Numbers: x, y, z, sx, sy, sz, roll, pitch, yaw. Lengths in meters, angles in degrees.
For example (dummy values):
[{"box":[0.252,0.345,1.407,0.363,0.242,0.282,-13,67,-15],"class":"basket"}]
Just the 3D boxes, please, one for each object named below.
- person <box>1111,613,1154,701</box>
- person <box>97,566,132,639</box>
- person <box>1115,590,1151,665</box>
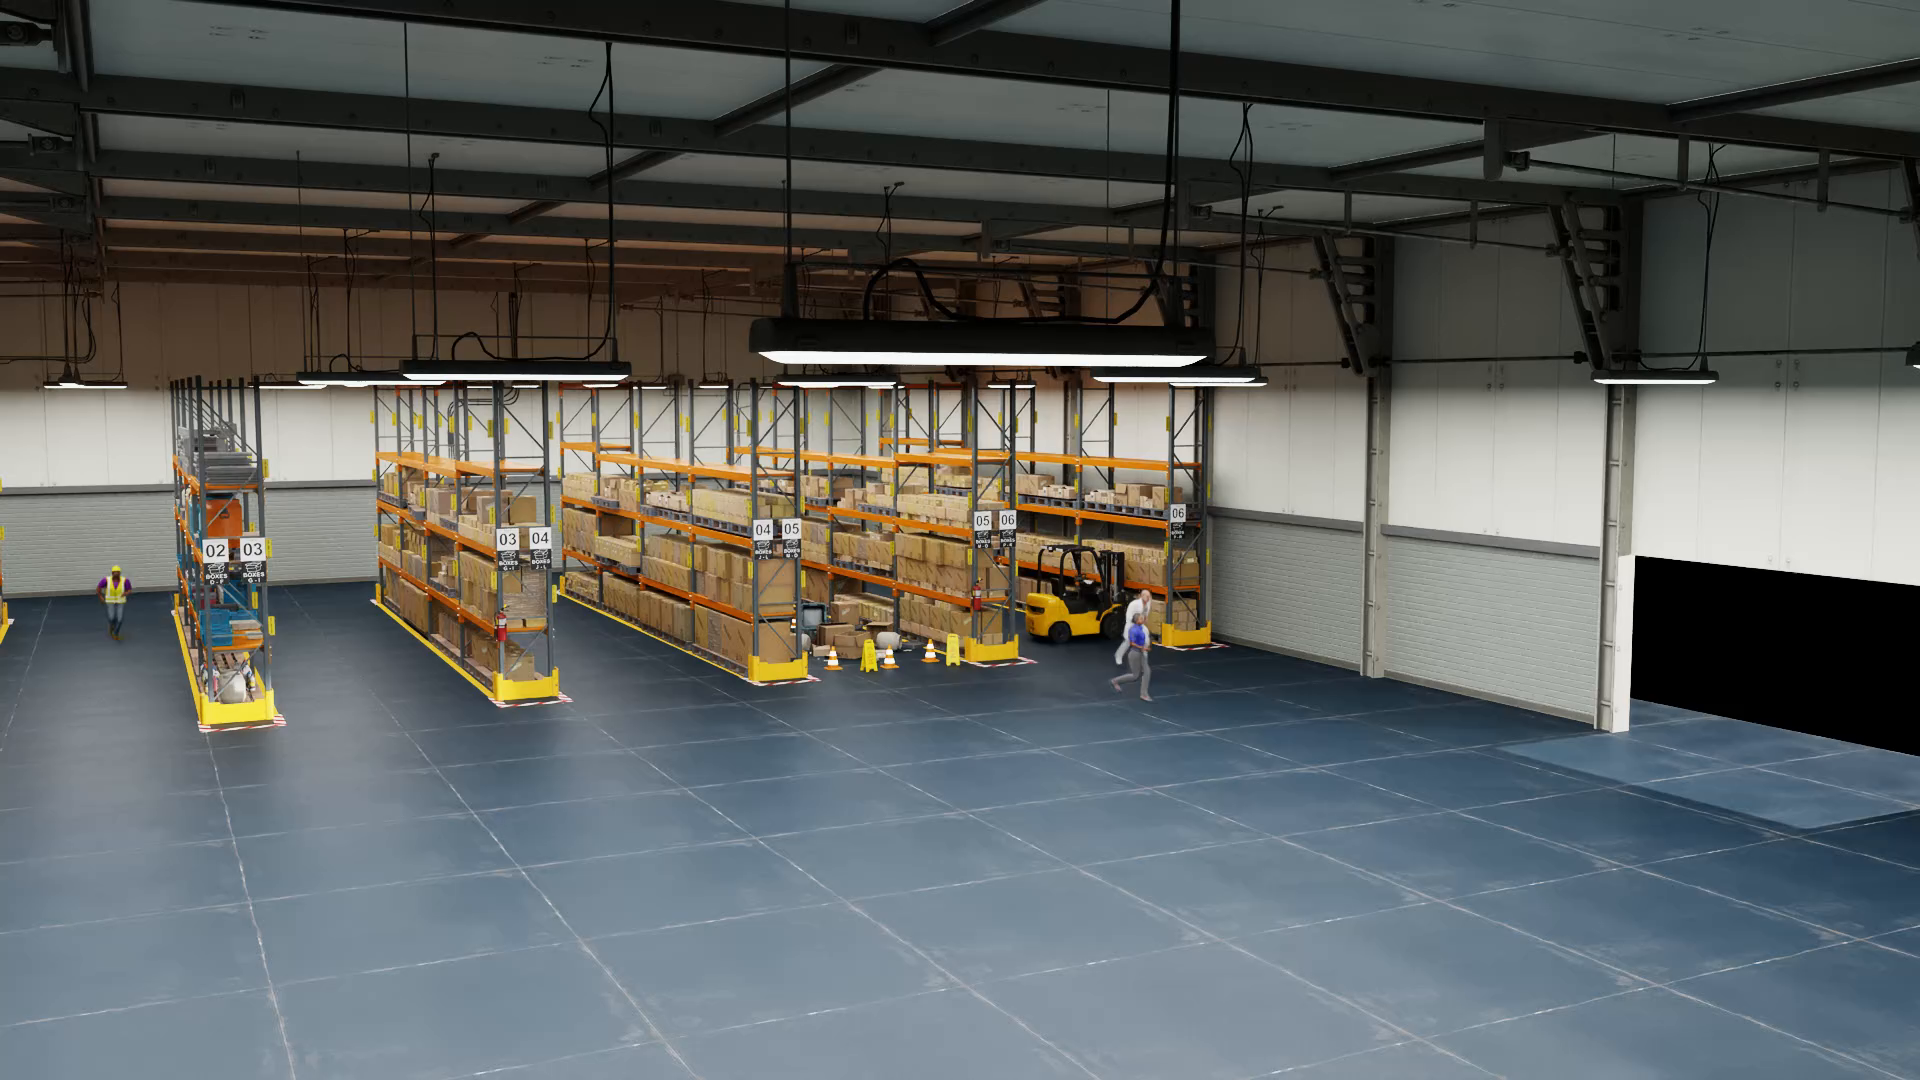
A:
[{"box":[3.234,2.181,30.962,0.811,1.672,0.586,2,5,20],"class":"person"},{"box":[-19.473,1.453,38.345,0.696,1.713,0.623,-3,6,-31],"class":"person"},{"box":[3.582,1.858,34.340,0.752,1.744,1.066,-4,6,-37],"class":"person"}]
